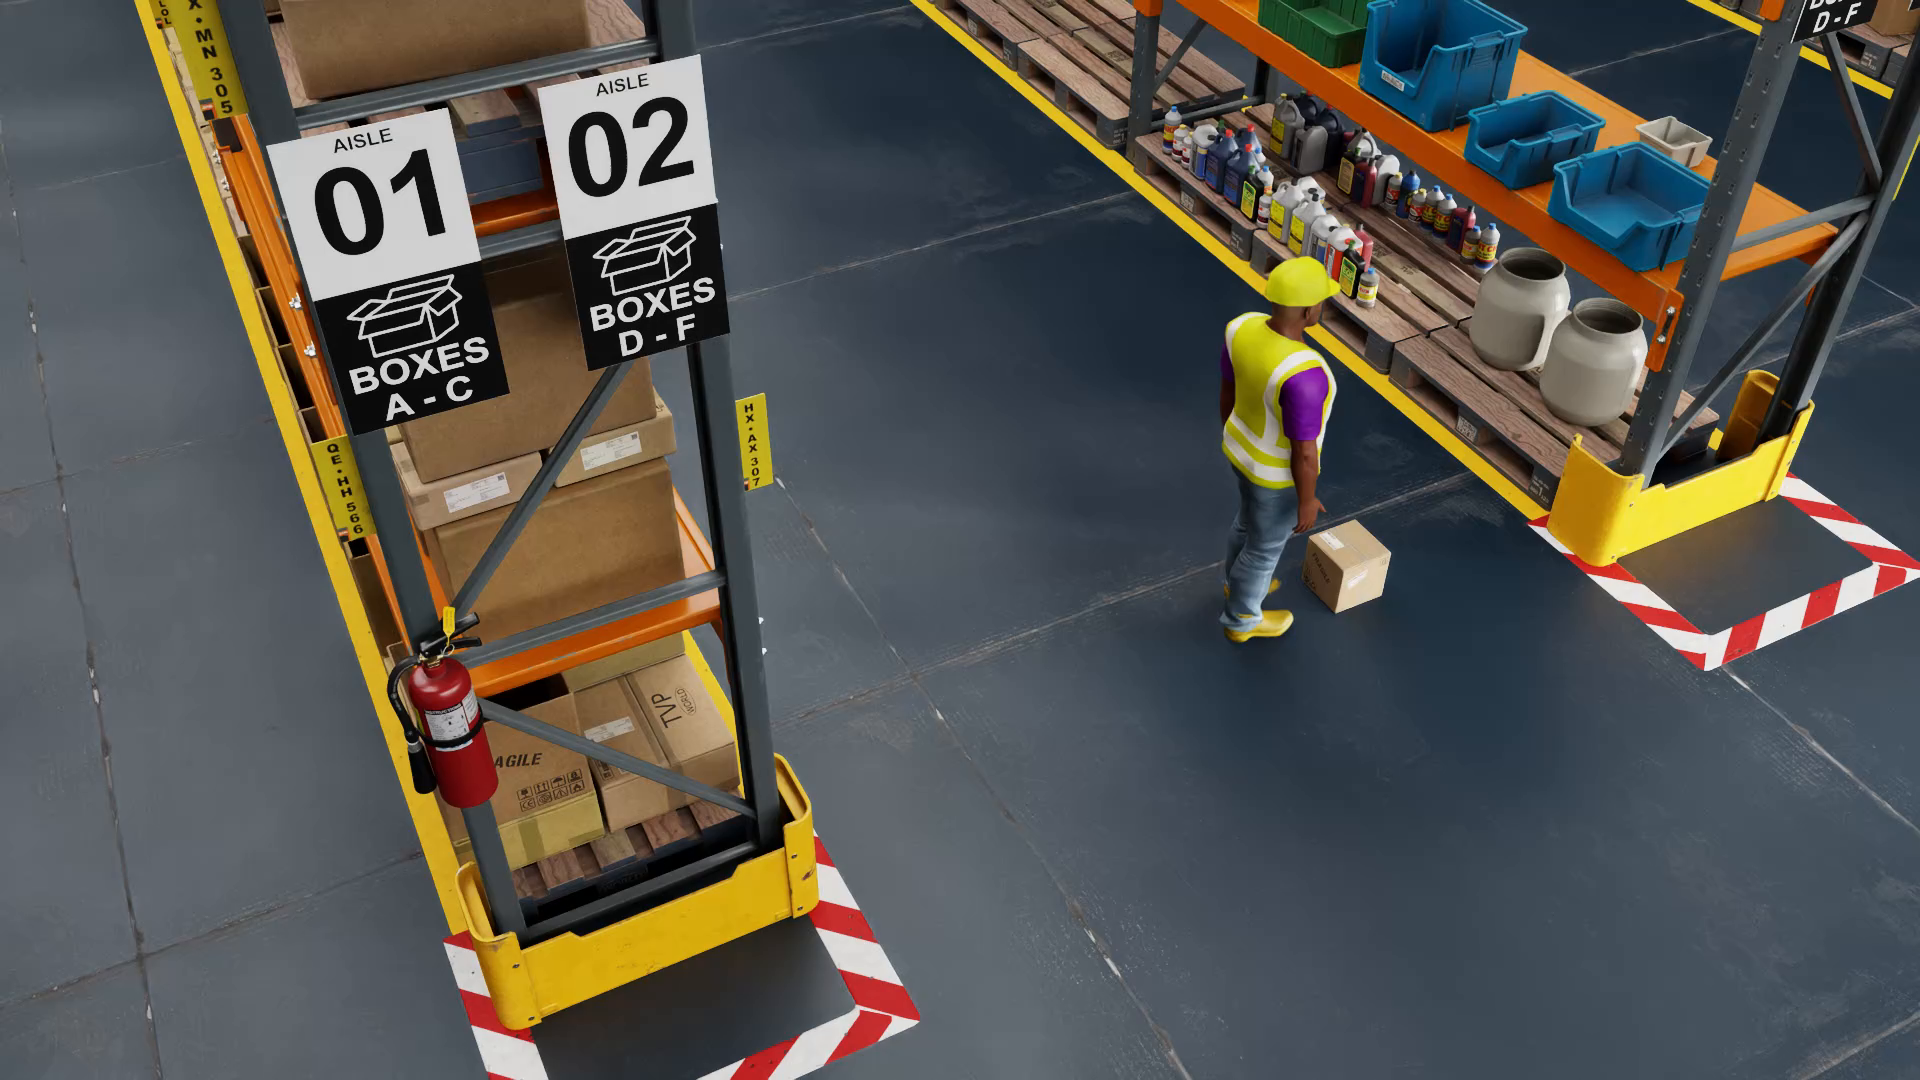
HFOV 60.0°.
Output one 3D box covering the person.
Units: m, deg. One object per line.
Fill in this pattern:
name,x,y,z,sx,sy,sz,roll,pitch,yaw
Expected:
person,1.271,-0.307,6.518,0.462,1.820,0.604,-15,43,-16
